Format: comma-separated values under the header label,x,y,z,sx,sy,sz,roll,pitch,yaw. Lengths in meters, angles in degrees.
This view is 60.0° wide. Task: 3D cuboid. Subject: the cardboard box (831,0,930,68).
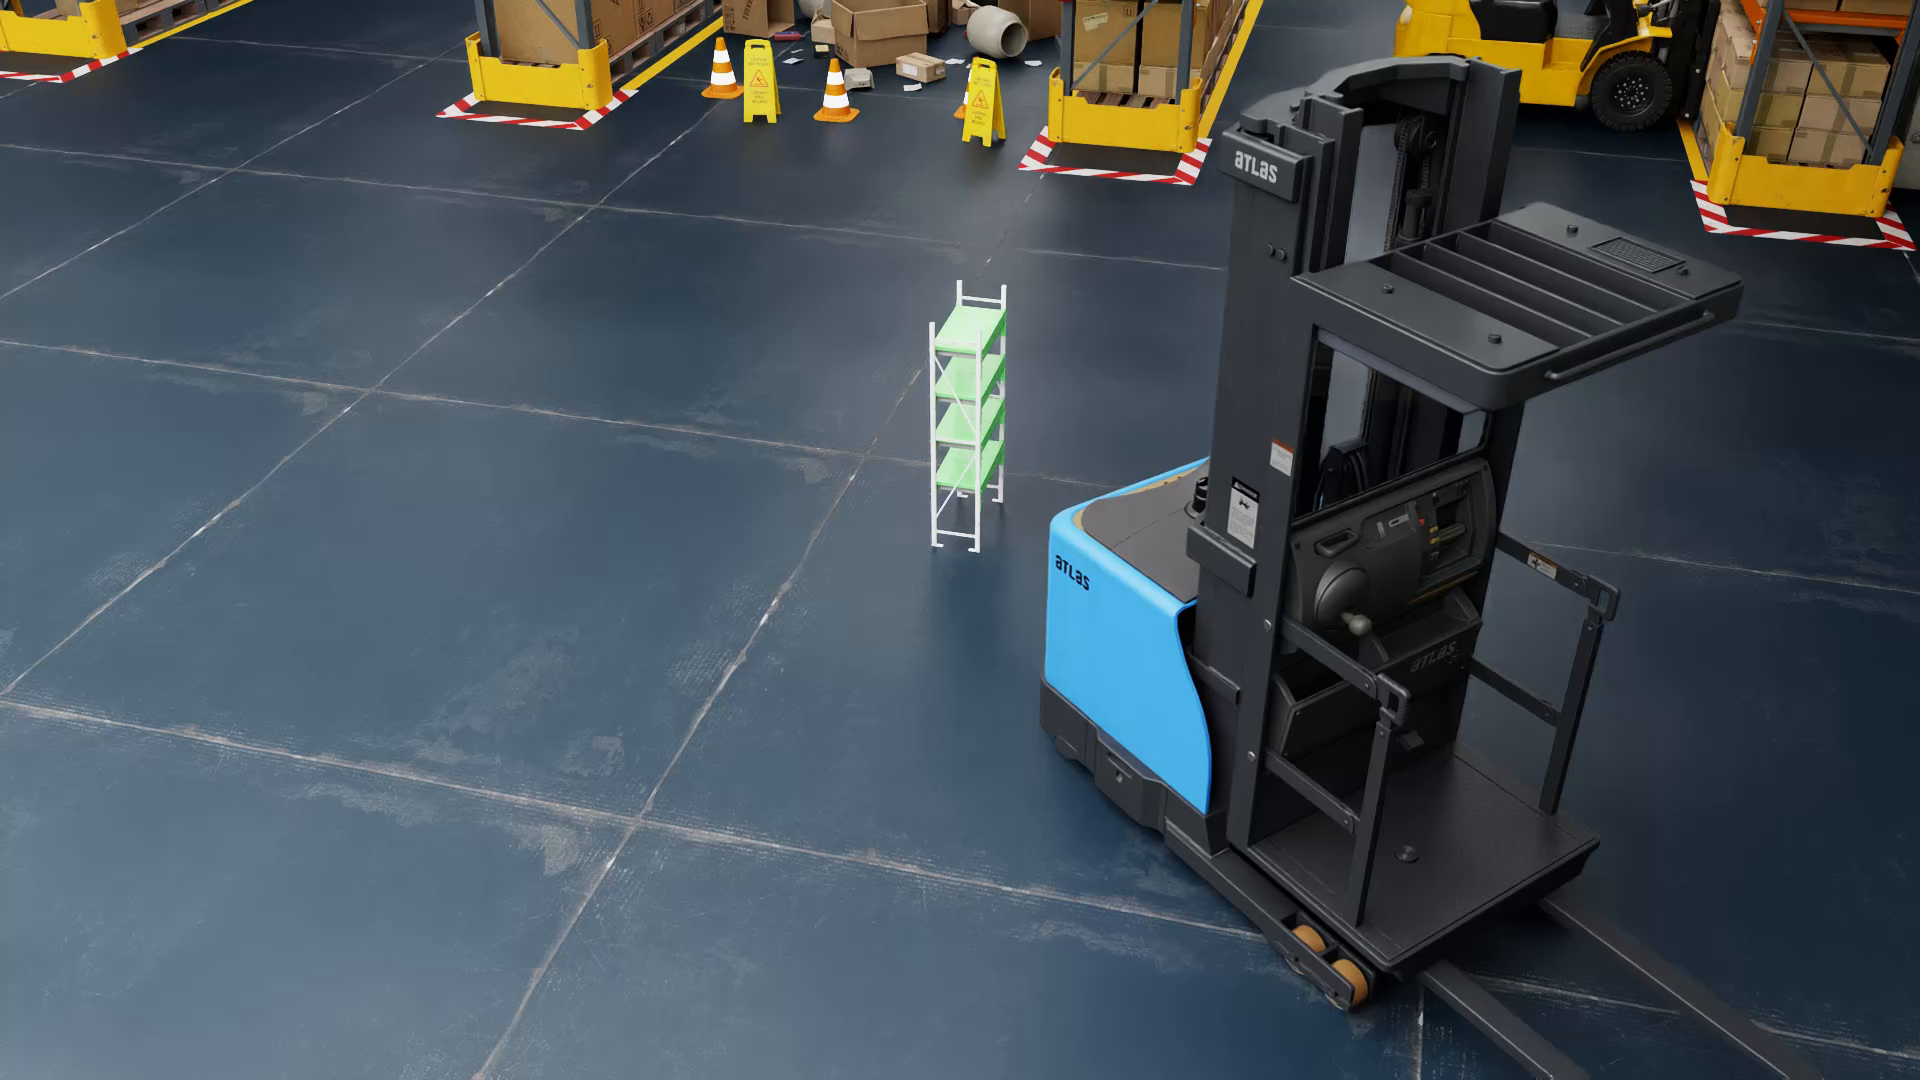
label,x,y,z,sx,sy,sz,roll,pitch,yaw
cardboard box,-0.727,-4.617,15.043,0.797,0.503,0.637,-14,35,-21

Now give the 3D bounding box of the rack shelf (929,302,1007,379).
label,x,y,z,sx,sy,sz,roll,pitch,yaw
rack shelf,0.042,-0.943,7.840,0.258,0.148,0.480,8,33,12

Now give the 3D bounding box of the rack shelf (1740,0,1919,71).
label,x,y,z,sx,sy,sz,roll,pitch,yaw
rack shelf,6.586,-4.474,13.163,1.077,0.370,4.000,8,33,12

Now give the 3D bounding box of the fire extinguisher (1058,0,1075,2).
label,x,y,z,sx,sy,sz,roll,pitch,yaw
fire extinguisher,0.802,-4.385,12.423,0.296,0.674,0.183,8,33,12

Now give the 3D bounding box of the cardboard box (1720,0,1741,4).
label,x,y,z,sx,sy,sz,roll,pitch,yaw
cardboard box,6.272,-4.251,13.381,0.500,0.250,0.500,7,33,11

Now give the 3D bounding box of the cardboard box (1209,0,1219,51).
label,x,y,z,sx,sy,sz,roll,pitch,yaw
cardboard box,1.883,-4.412,13.867,0.500,0.500,0.500,7,33,11

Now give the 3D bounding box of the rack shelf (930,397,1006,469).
label,x,y,z,sx,sy,sz,roll,pitch,yaw
rack shelf,0.042,-0.538,8.098,0.258,0.148,0.480,8,33,12

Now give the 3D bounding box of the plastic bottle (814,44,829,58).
label,x,y,z,sx,sy,sz,roll,pitch,yaw
plastic bottle,-1.271,-4.494,15.262,0.133,0.061,0.283,-3,33,-4

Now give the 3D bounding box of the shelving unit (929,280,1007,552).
label,x,y,z,sx,sy,sz,roll,pitch,yaw
shelving unit,0.042,-0.592,8.063,0.258,1.200,0.503,8,33,12

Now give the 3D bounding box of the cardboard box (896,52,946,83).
label,x,y,z,sx,sy,sz,roll,pitch,yaw
cardboard box,-0.345,-4.166,14.664,0.380,0.149,0.250,28,42,36

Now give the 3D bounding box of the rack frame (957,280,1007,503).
label,x,y,z,sx,sy,sz,roll,pitch,yaw
rack frame,0.104,-0.719,8.262,0.240,1.200,0.015,8,33,12

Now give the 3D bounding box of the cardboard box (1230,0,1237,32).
label,x,y,z,sx,sy,sz,roll,pitch,yaw
cardboard box,2.276,-4.885,15.310,0.500,0.250,0.500,7,33,11

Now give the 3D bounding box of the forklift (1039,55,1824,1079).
label,x,y,z,sx,sy,sz,roll,pitch,yaw
forklift,1.574,0.079,5.394,1.130,2.935,3.031,-20,38,-28

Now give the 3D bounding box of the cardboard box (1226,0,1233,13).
label,x,y,z,sx,sy,sz,roll,pitch,yaw
cardboard box,2.145,-4.950,14.713,0.500,0.500,0.500,10,34,15

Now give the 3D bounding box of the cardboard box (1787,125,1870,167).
label,x,y,z,sx,sy,sz,roll,pitch,yaw
cardboard box,6.392,-2.985,12.321,0.500,0.250,0.500,8,33,13

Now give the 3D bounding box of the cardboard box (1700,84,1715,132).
label,x,y,z,sx,sy,sz,roll,pitch,yaw
cardboard box,6.028,-3.300,12.817,0.500,0.250,0.500,8,33,12

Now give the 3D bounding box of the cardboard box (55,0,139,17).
label,x,y,z,sx,sy,sz,roll,pitch,yaw
cardboard box,-8.134,-5.207,15.584,0.500,0.500,0.500,14,35,21

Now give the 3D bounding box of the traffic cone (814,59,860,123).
label,x,y,z,sx,sy,sz,roll,pitch,yaw
traffic cone,-1.022,-3.717,13.665,0.336,0.463,0.334,8,33,12

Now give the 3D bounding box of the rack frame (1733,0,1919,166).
label,x,y,z,sx,sy,sz,roll,pitch,yaw
rack frame,6.079,-3.740,11.337,1.000,3.000,0.127,8,33,12

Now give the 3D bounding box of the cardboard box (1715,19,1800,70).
label,x,y,z,sx,sy,sz,roll,pitch,yaw
cardboard box,6.018,-3.726,12.555,0.500,0.250,0.500,9,33,13

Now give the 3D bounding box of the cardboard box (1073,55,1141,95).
label,x,y,z,sx,sy,sz,roll,pitch,yaw
cardboard box,1.228,-3.899,13.759,0.500,0.250,0.500,8,33,12

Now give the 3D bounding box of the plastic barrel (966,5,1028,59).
label,x,y,z,sx,sy,sz,roll,pitch,yaw
plastic barrel,0.336,-4.605,15.099,0.421,0.421,0.512,-21,38,-29

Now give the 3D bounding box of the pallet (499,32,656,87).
label,x,y,z,sx,sy,sz,roll,pitch,yaw
pallet,-3.410,-4.284,14.792,1.003,0.211,1.213,8,33,12

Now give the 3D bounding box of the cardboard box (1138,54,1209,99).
label,x,y,z,sx,sy,sz,roll,pitch,yaw
cardboard box,1.749,-3.812,13.621,0.500,0.250,0.500,8,33,12

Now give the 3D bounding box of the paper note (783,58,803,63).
label,x,y,z,sx,sy,sz,roll,pitch,yaw
paper note,-1.507,-4.343,15.054,0.144,0.017,0.142,20,38,29

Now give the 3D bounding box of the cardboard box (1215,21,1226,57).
label,x,y,z,sx,sy,sz,roll,pitch,yaw
cardboard box,2.012,-4.360,14.485,0.500,0.250,0.500,10,34,16

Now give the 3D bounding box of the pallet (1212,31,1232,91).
label,x,y,z,sx,sy,sz,roll,pitch,yaw
pallet,1.848,-4.324,14.856,1.003,0.211,1.213,8,33,12

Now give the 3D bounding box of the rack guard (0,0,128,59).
label,x,y,z,sx,sy,sz,roll,pitch,yaw
rack guard,-8.290,-4.748,15.252,1.175,0.500,0.348,8,33,12

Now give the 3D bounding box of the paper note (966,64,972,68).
label,x,y,z,sx,sy,sz,roll,pitch,yaw
paper note,0.083,-4.263,14.947,0.032,0.001,0.123,8,33,12

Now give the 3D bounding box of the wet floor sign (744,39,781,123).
label,x,y,z,sx,sy,sz,roll,pitch,yaw
wet floor sign,-1.629,-3.757,13.559,0.267,0.644,0.232,3,33,4

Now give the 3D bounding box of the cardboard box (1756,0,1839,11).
label,x,y,z,sx,sy,sz,roll,pitch,yaw
cardboard box,5.950,-4.073,11.768,0.500,0.500,0.500,7,33,11

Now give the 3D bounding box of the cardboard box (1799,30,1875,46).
label,x,y,z,sx,sy,sz,roll,pitch,yaw
cardboard box,6.507,-3.662,12.454,0.500,0.250,0.500,8,33,12

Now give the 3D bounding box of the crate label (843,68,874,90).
label,x,y,z,sx,sy,sz,roll,pitch,yaw
crate label,-0.883,-3.996,14.408,0.250,0.136,0.298,-8,33,-13

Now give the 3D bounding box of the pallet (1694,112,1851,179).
label,x,y,z,sx,sy,sz,roll,pitch,yaw
pallet,6.232,-2.966,12.718,1.003,0.211,1.213,8,33,12

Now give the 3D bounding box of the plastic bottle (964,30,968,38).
label,x,y,z,sx,sy,sz,roll,pitch,yaw
plastic bottle,0.150,-4.835,15.799,0.133,0.061,0.283,14,35,21

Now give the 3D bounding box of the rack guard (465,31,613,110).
label,x,y,z,sx,sy,sz,roll,pitch,yaw
rack guard,-3.543,-3.968,14.026,1.175,0.500,0.348,8,33,12

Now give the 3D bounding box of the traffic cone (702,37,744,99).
label,x,y,z,sx,sy,sz,roll,pitch,yaw
traffic cone,-2.029,-4.047,14.185,0.336,0.463,0.334,8,33,12

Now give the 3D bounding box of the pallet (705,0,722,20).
label,x,y,z,sx,sy,sz,roll,pitch,yaw
pallet,-2.791,-5.550,16.784,1.003,0.211,1.213,8,33,12

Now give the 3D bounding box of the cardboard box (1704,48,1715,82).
label,x,y,z,sx,sy,sz,roll,pitch,yaw
cardboard box,6.148,-3.793,13.125,0.500,0.250,0.500,7,33,11

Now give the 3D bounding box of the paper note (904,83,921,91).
label,x,y,z,sx,sy,sz,roll,pitch,yaw
paper note,-0.409,-3.922,14.392,0.148,0.019,0.142,-3,33,-4

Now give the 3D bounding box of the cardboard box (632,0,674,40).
label,x,y,z,sx,sy,sz,roll,pitch,yaw
cardboard box,-3.208,-5.134,15.119,0.875,0.875,0.875,8,33,12

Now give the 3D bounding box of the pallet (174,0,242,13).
label,x,y,z,sx,sy,sz,roll,pitch,yaw
pallet,-7.738,-5.674,16.978,1.003,0.211,1.213,8,33,12

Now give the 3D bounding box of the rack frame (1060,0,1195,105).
label,x,y,z,sx,sy,sz,roll,pitch,yaw
rack frame,1.277,-4.414,12.397,1.000,3.000,0.127,8,33,12

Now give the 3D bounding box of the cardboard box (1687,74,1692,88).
label,x,y,z,sx,sy,sz,roll,pitch,yaw
cardboard box,6.274,-3.831,13.652,0.500,0.250,0.500,9,34,14

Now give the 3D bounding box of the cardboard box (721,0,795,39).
label,x,y,z,sx,sy,sz,roll,pitch,yaw
cardboard box,-1.923,-5.112,15.823,0.500,0.500,0.500,14,35,21

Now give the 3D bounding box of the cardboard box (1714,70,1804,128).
label,x,y,z,sx,sy,sz,roll,pitch,yaw
cardboard box,5.900,-3.263,12.292,0.500,0.250,0.500,8,33,12

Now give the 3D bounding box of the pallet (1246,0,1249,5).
label,x,y,z,sx,sy,sz,roll,pitch,yaw
pallet,2.488,-5.717,17.046,1.003,0.211,1.213,8,33,12
